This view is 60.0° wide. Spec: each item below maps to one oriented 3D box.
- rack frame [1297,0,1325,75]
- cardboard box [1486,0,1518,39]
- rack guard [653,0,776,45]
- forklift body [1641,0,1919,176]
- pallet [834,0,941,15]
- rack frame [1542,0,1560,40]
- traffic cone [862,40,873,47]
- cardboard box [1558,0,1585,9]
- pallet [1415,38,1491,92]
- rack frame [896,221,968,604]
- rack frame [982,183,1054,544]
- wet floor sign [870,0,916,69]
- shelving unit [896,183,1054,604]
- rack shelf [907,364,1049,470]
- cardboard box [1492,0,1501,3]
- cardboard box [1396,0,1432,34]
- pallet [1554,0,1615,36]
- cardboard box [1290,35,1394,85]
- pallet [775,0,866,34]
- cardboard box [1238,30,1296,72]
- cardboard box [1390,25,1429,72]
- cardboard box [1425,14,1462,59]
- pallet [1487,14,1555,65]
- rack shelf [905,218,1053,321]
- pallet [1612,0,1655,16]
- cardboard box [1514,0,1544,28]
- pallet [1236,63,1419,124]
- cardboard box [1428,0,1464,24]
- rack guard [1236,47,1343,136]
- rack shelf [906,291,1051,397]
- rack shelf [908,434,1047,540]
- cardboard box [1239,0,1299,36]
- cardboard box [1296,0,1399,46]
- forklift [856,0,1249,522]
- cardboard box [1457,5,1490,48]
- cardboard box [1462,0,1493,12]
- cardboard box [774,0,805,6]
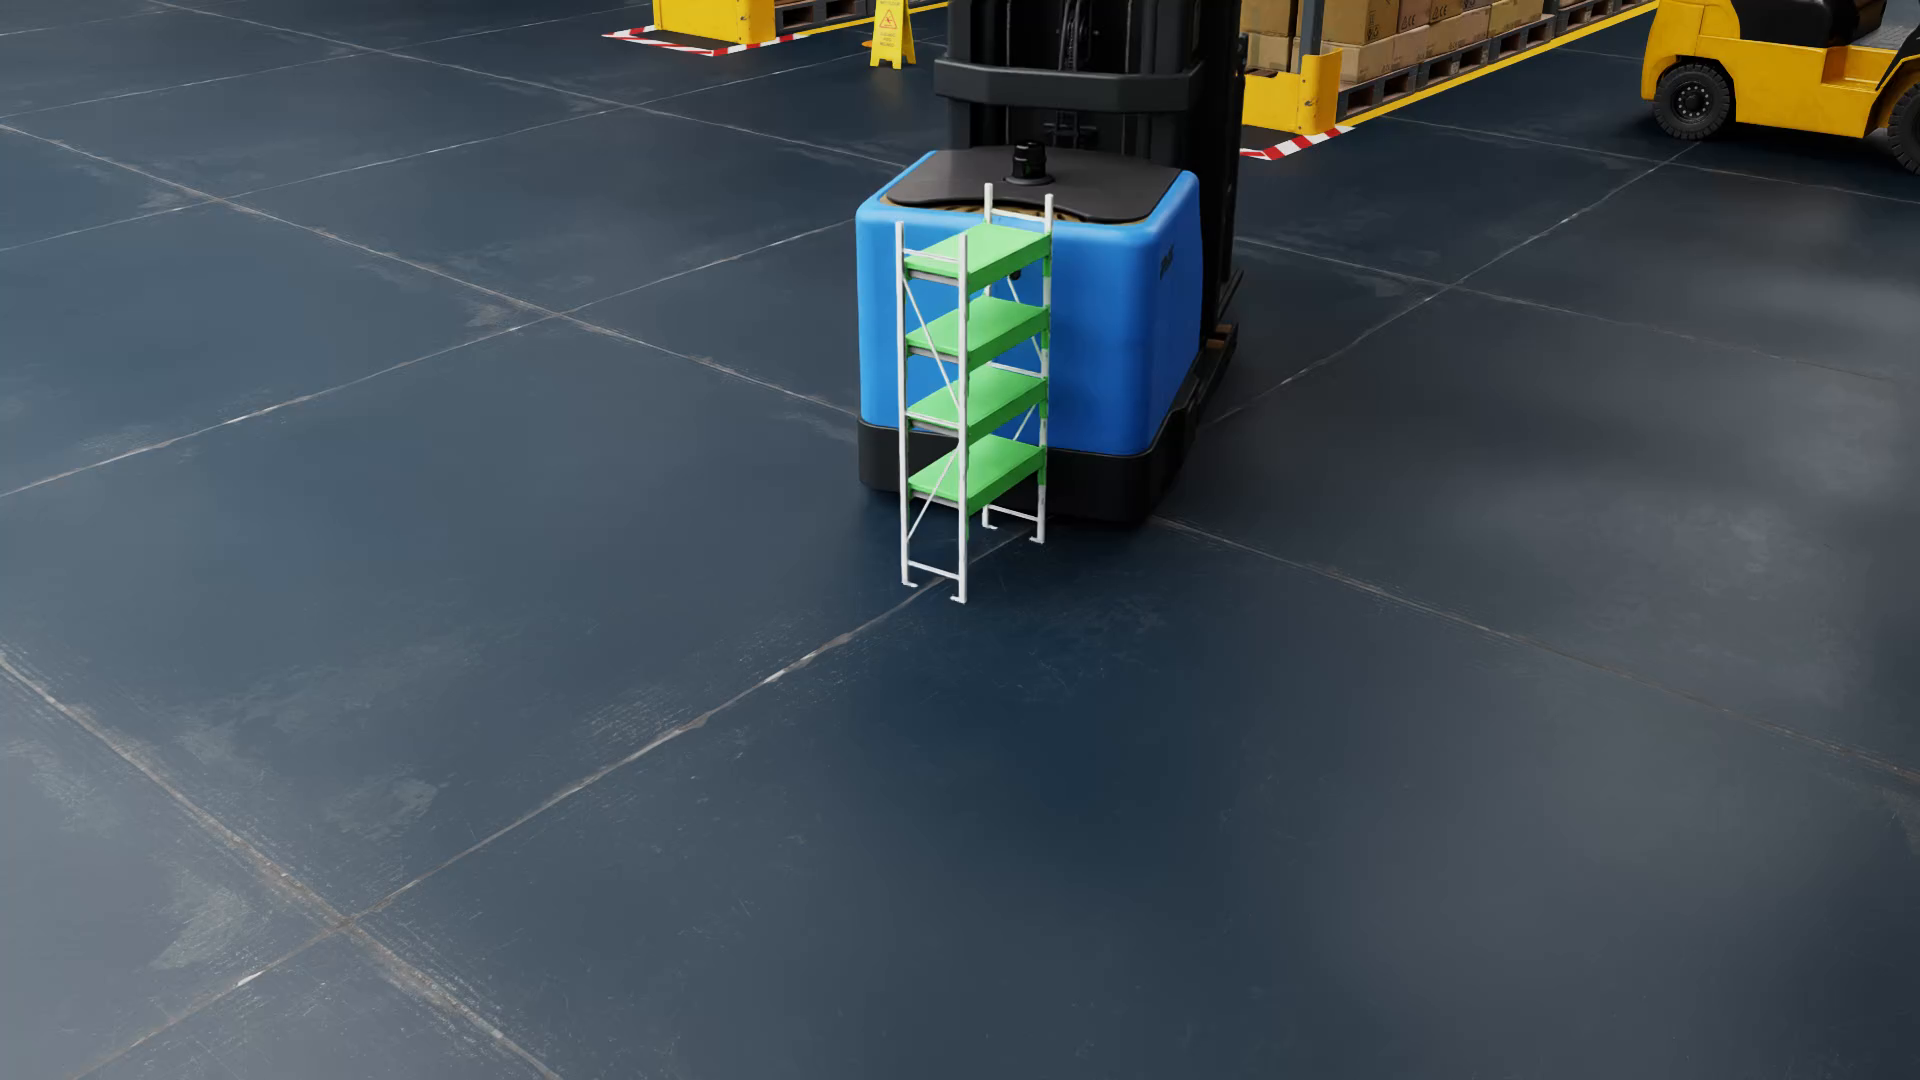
[{"bbox_3d":[1.868,-4.121,10.358,1.000,3.000,0.127,21,34,34],"label":"rack frame"},{"bbox_3d":[3.913,-4.025,12.707,0.500,0.250,0.500,20,33,33],"label":"cardboard box"},{"bbox_3d":[-2.031,-4.413,13.643,1.175,0.500,0.348,21,34,34],"label":"rack guard"},{"bbox_3d":[5.499,-3.500,10.081,2.313,2.155,1.214,21,34,34],"label":"forklift body"},{"bbox_3d":[-0.791,-5.030,15.150,1.003,0.211,1.213,21,34,34],"label":"pallet"},{"bbox_3d":[4.412,-5.539,13.099,1.000,3.000,0.127,21,34,34],"label":"rack frame"},{"bbox_3d":[-0.582,-4.178,13.229,0.336,0.463,0.334,21,34,34],"label":"traffic cone"},{"bbox_3d":[4.744,-4.745,13.967,0.950,0.372,0.625,21,34,35],"label":"cardboard box"},{"bbox_3d":[3.237,-3.618,12.420,1.003,0.211,1.213,21,34,34],"label":"pallet"},{"bbox_3d":[-0.083,-0.363,5.052,0.240,1.200,0.015,17,32,29],"label":"rack frame"},{"bbox_3d":[0.182,-0.551,5.416,0.240,1.200,0.015,17,32,29],"label":"rack frame"},{"bbox_3d":[-0.507,-3.897,12.487,0.267,0.644,0.232,15,31,26],"label":"wet floor sign"},{"bbox_3d":[0.050,-0.457,5.234,0.258,1.200,0.503,17,32,29],"label":"shelving unit"},{"bbox_3d":[0.050,-0.400,5.263,0.258,0.148,0.480,17,32,29],"label":"rack shelf"},{"bbox_3d":[3.921,-4.368,12.555,0.500,0.500,0.500,21,34,35],"label":"cardboard box"},{"bbox_3d":[2.938,-3.820,11.495,0.500,0.500,0.500,19,33,33],"label":"cardboard box"},{"bbox_3d":[4.906,-4.577,14.274,1.003,0.211,1.213,21,34,34],"label":"pallet"},{"bbox_3d":[2.594,-3.291,11.289,0.500,0.250,0.500,20,34,34],"label":"cardboard box"},{"bbox_3d":[-1.568,-4.600,14.318,1.003,0.211,1.213,21,34,34],"label":"pallet"},{"bbox_3d":[2.190,-3.460,11.615,0.500,0.250,0.500,21,34,34],"label":"cardboard box"},{"bbox_3d":[2.925,-3.470,11.635,0.500,0.250,0.500,22,35,36],"label":"cardboard box"},{"bbox_3d":[3.262,-3.667,12.016,0.500,0.250,0.500,24,35,38],"label":"cardboard box"},{"bbox_3d":[4.012,-4.052,13.259,1.003,0.211,1.213,21,34,34],"label":"pallet"},{"bbox_3d":[0.050,-0.827,5.043,0.258,0.148,0.480,17,32,29],"label":"rack shelf"},{"bbox_3d":[5.682,-5.012,15.114,1.003,0.211,1.213,21,34,34],"label":"pallet"},{"bbox_3d":[4.244,-4.216,13.077,0.500,0.250,0.500,23,35,37],"label":"cardboard box"},{"bbox_3d":[2.460,-3.187,11.587,1.003,0.211,1.213,21,34,34],"label":"pallet"},{"bbox_3d":[3.264,-3.995,11.834,0.500,0.500,0.500,22,34,35],"label":"cardboard box"},{"bbox_3d":[1.916,-3.038,10.984,1.175,0.500,0.348,21,34,34],"label":"rack guard"},{"bbox_3d":[0.050,-0.614,5.153,0.258,0.148,0.480,17,32,29],"label":"rack shelf"},{"bbox_3d":[0.050,-0.187,5.374,0.258,0.148,0.480,17,32,29],"label":"rack shelf"},{"bbox_3d":[2.176,-3.780,11.417,0.500,0.500,0.500,21,34,35],"label":"cardboard box"},{"bbox_3d":[2.609,-3.633,11.134,0.500,0.500,0.500,19,33,33],"label":"cardboard box"},{"bbox_3d":[0.561,-2.022,6.375,1.130,2.935,3.031,8,28,15],"label":"forklift"},{"bbox_3d":[3.586,-3.846,12.361,0.500,0.250,0.500,21,34,35],"label":"cardboard box"},{"bbox_3d":[3.597,-4.187,12.205,0.500,0.500,0.500,23,35,37],"label":"cardboard box"},{"bbox_3d":[-1.636,-5.034,13.979,0.875,0.875,0.875,21,34,35],"label":"cardboard box"}]
